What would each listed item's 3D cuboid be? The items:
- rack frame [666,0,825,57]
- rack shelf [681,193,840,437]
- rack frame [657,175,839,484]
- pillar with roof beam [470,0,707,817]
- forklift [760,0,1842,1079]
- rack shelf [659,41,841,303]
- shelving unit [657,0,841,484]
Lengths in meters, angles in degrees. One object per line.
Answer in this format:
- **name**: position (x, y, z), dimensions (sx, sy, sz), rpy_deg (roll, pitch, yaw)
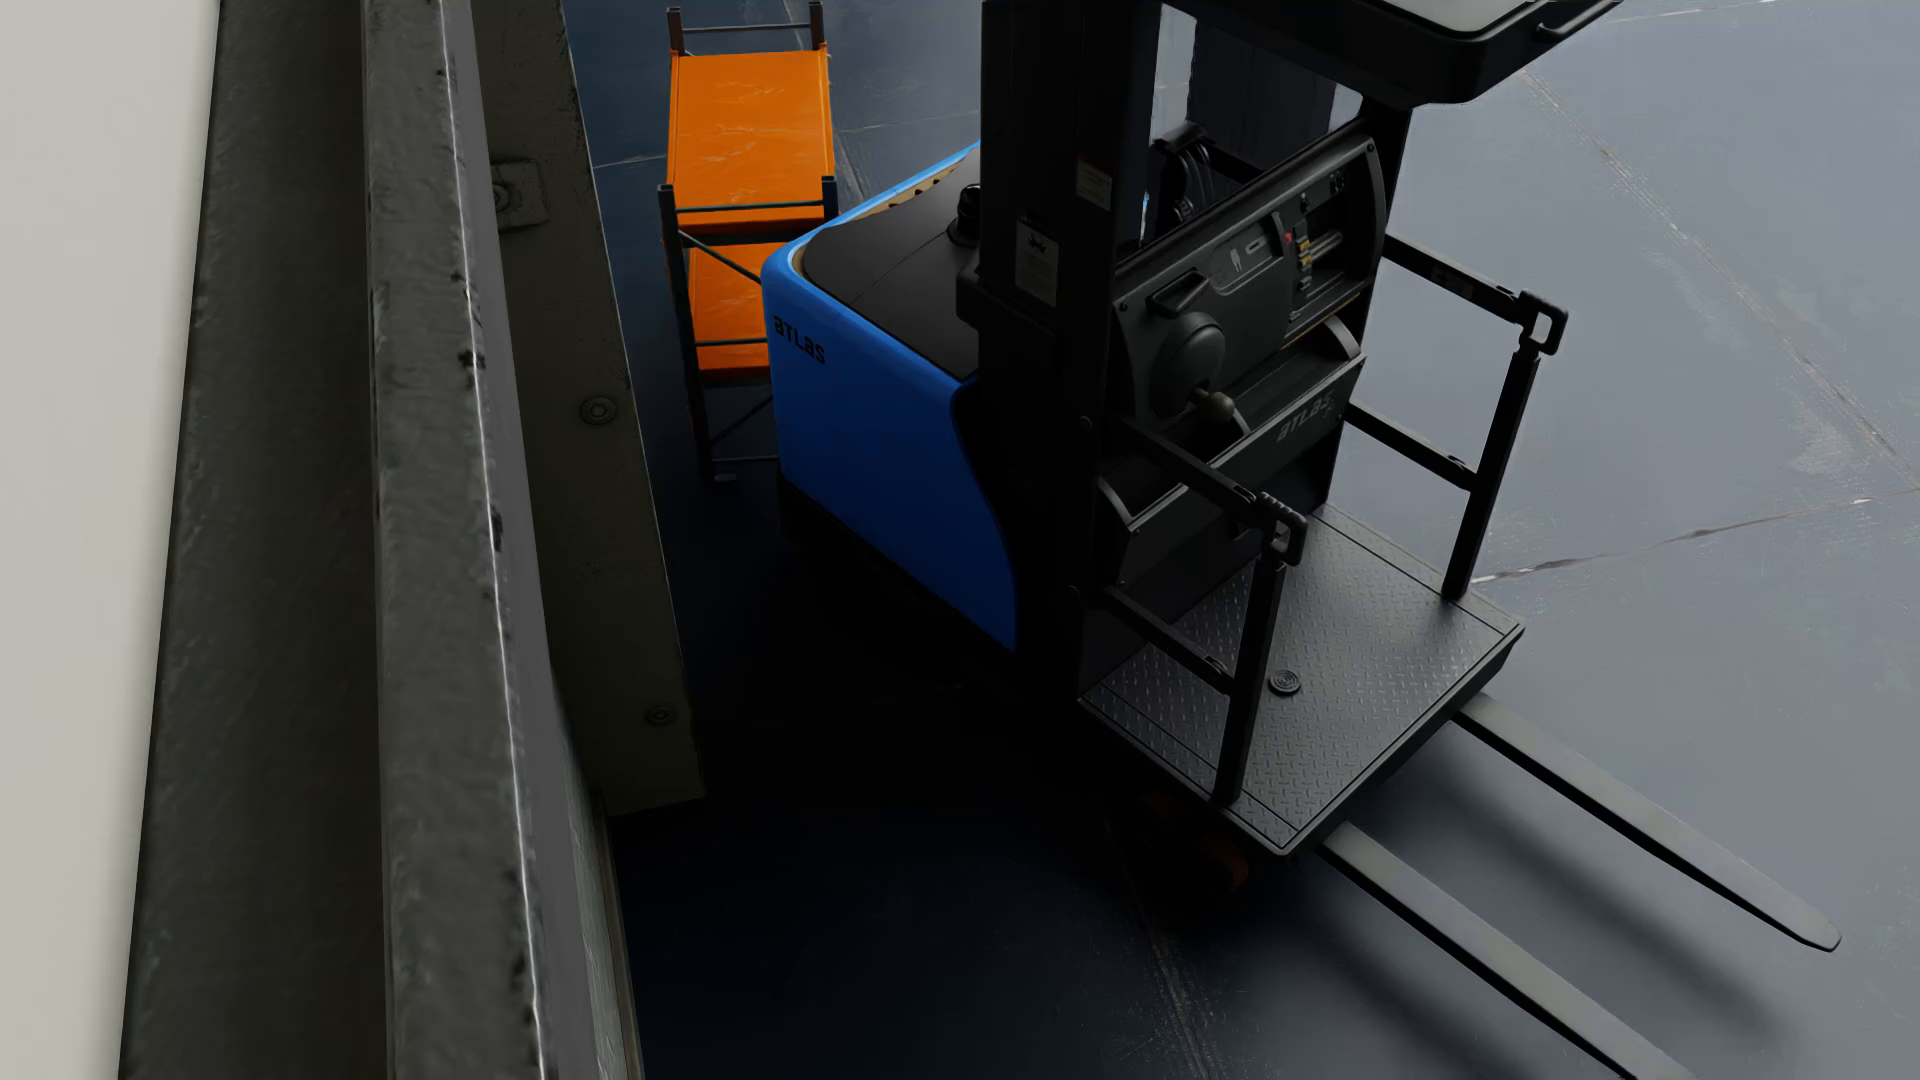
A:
- **rack frame**: position (-0.695, -1.329, 5.765), dimensions (0.500, 1.125, 0.032), rpy_deg (-4, 46, -4)
- **rack shelf**: position (-0.645, -0.796, 5.585), dimensions (0.538, 0.278, 1.000), rpy_deg (-4, 46, -4)
- **rack frame**: position (-0.595, -0.606, 5.056), dimensions (0.500, 1.125, 0.032), rpy_deg (-4, 46, -4)
- **pillar with roof beam**: position (3.269, -3.344, 2.226), dimensions (9.100, 9.000, 0.400), rpy_deg (-11, 47, -10)
- **forklift**: position (0.829, -0.522, 3.709), dimensions (1.130, 2.935, 3.031), rpy_deg (-35, 55, -29)
- **rack shelf**: position (-0.645, -1.172, 5.201), dimensions (0.538, 0.278, 1.000), rpy_deg (-4, 46, -4)
- **shelving unit**: position (-0.645, -0.967, 5.410), dimensions (0.538, 1.125, 1.048), rpy_deg (-4, 46, -4)
